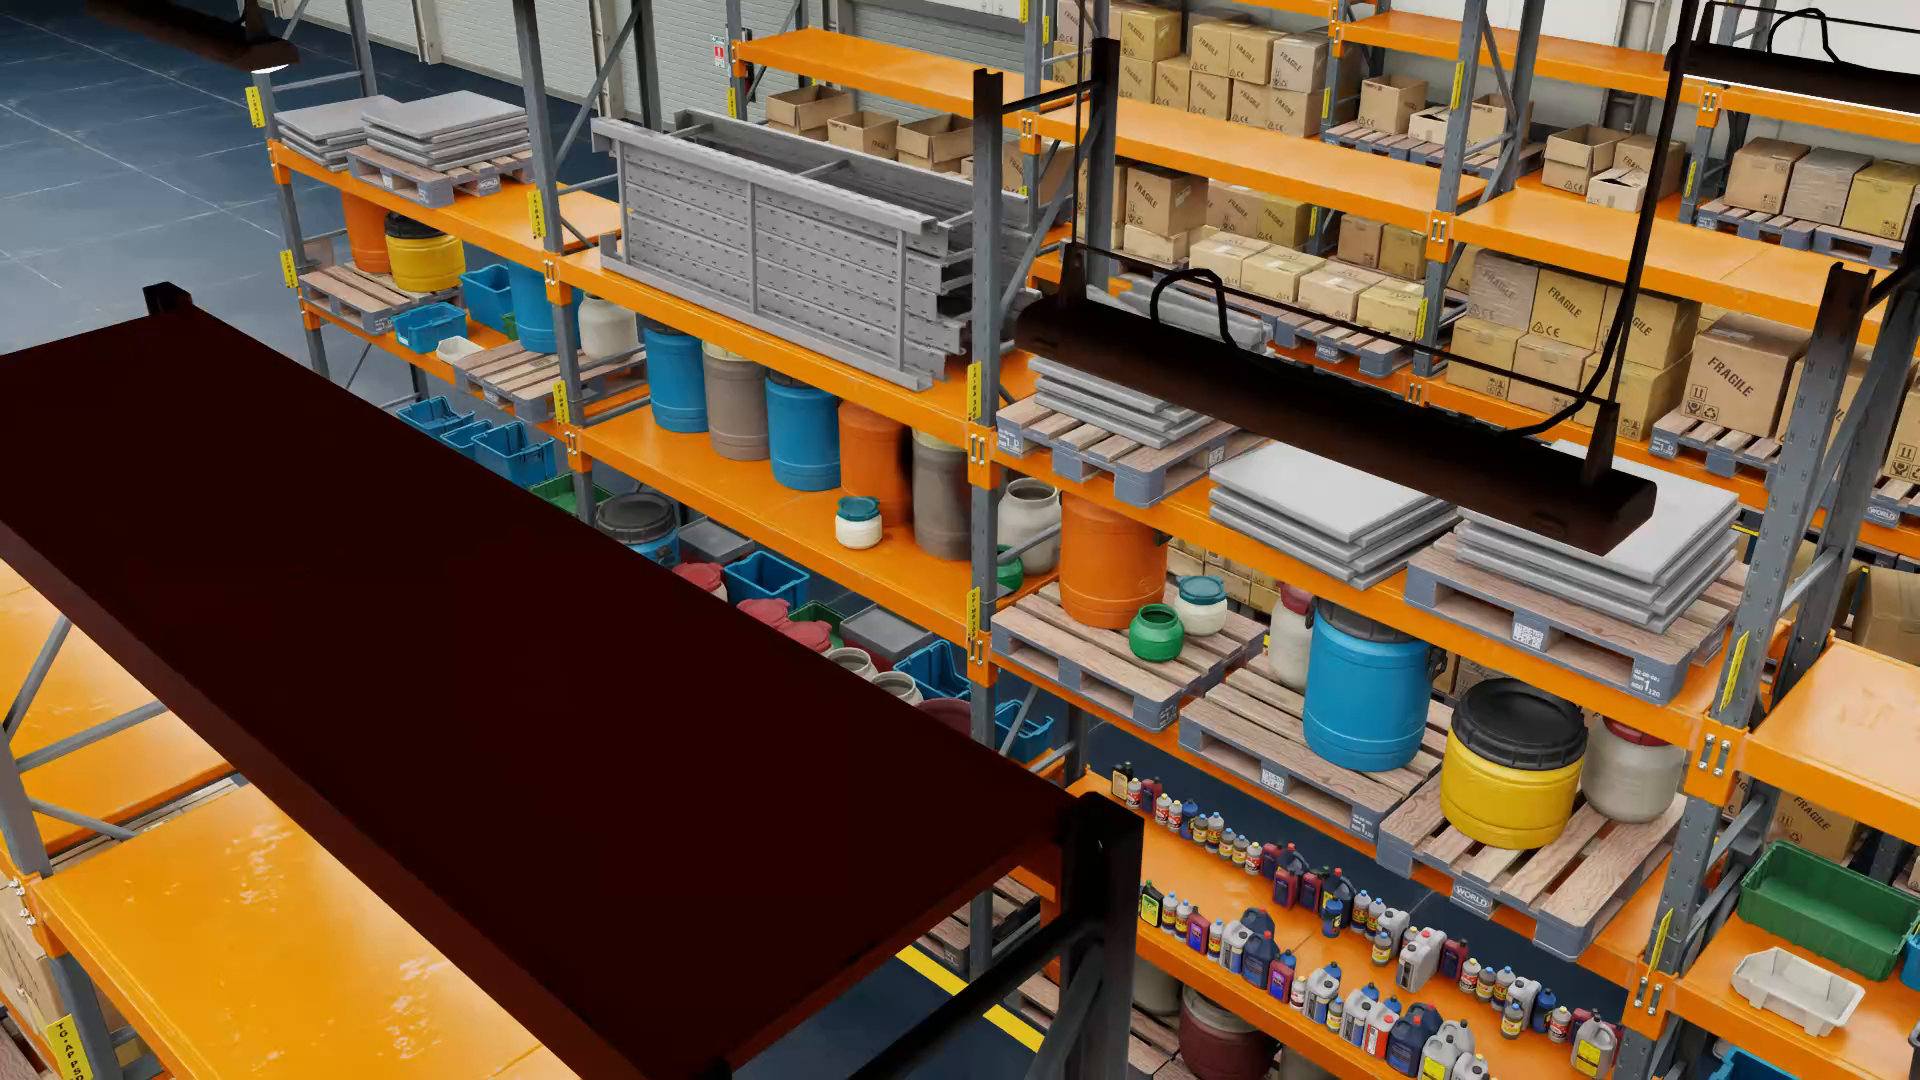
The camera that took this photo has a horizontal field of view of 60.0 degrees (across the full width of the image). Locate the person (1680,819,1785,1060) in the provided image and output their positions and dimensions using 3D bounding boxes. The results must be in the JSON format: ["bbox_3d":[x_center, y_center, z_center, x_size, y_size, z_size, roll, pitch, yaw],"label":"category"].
[{"bbox_3d":[4.711,2.449,10.156,0.512,1.749,0.578,-17,33,-27],"label":"person"}]
